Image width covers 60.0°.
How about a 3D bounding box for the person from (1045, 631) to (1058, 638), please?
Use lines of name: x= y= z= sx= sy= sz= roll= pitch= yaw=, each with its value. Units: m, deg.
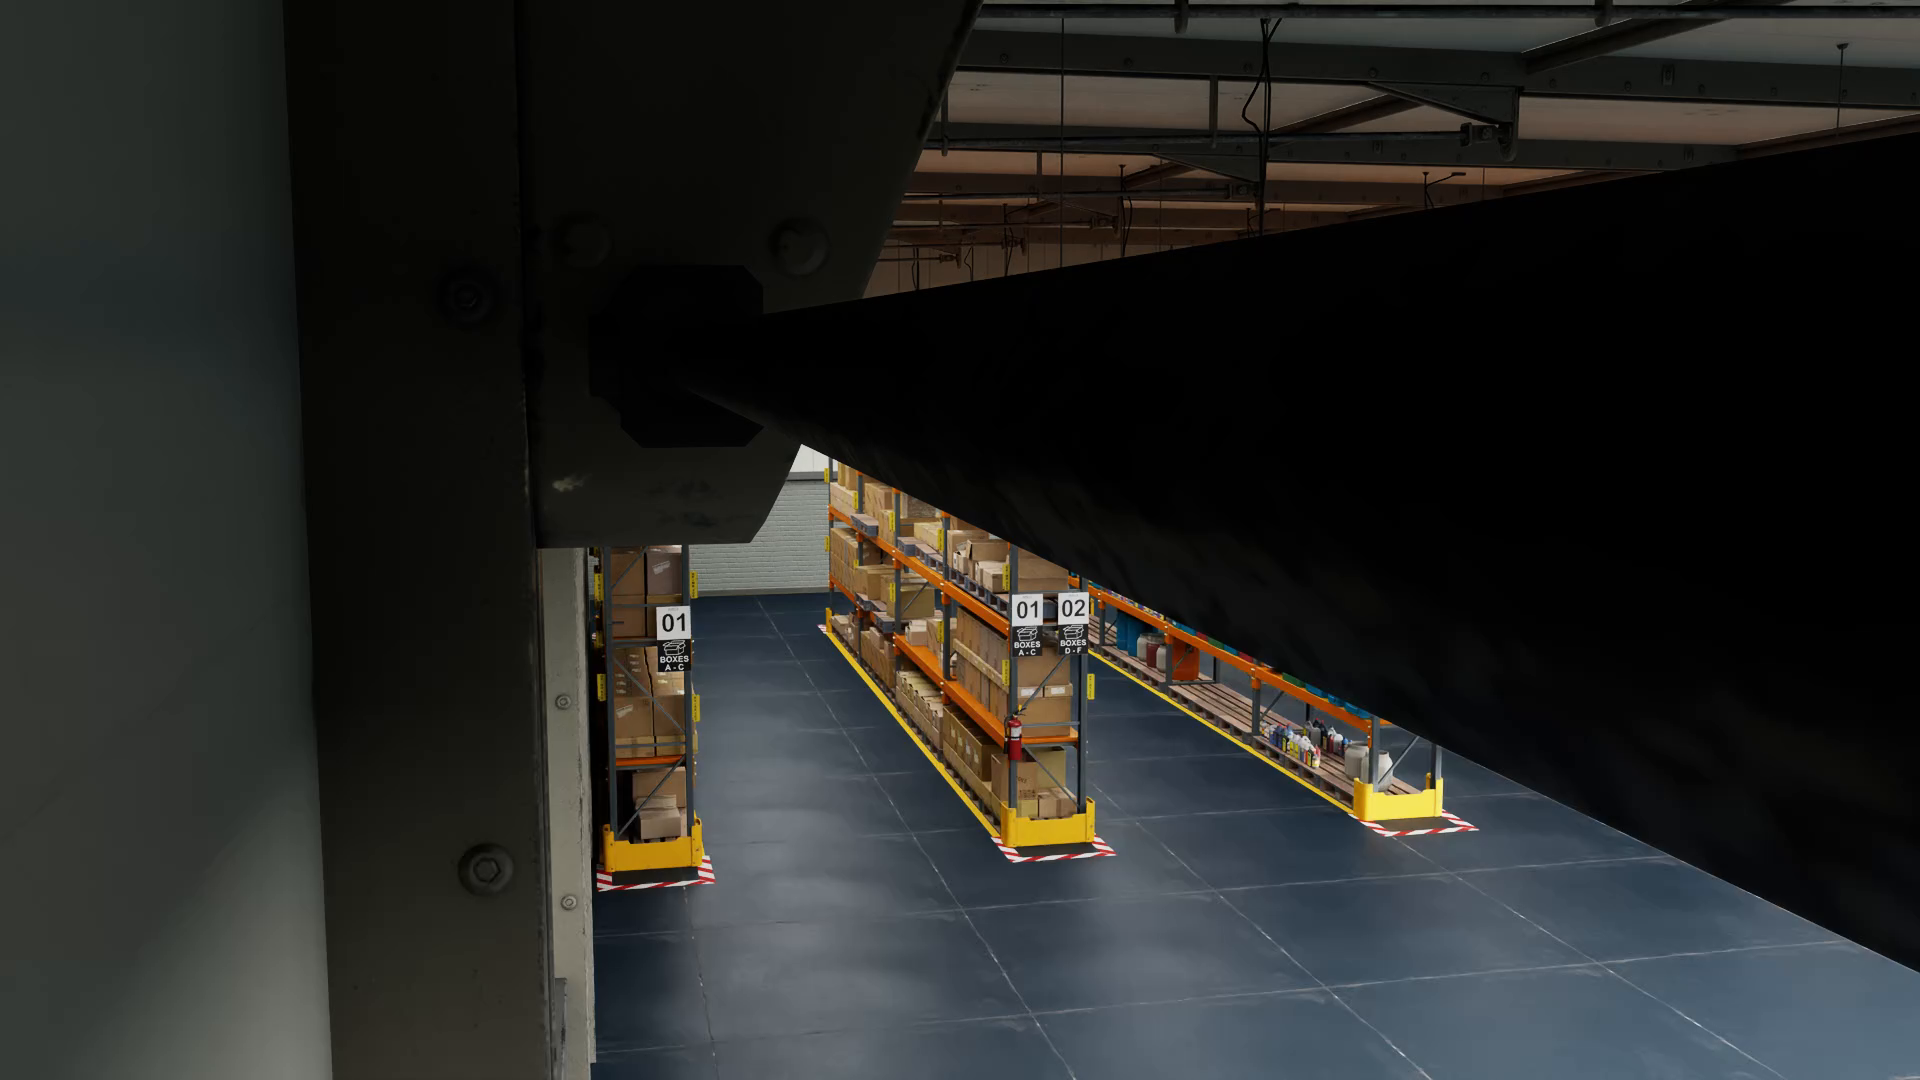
person: x=1.867 y=1.696 z=33.201 sx=0.531 sy=1.493 sz=0.915 roll=0 pitch=7 yaw=3
